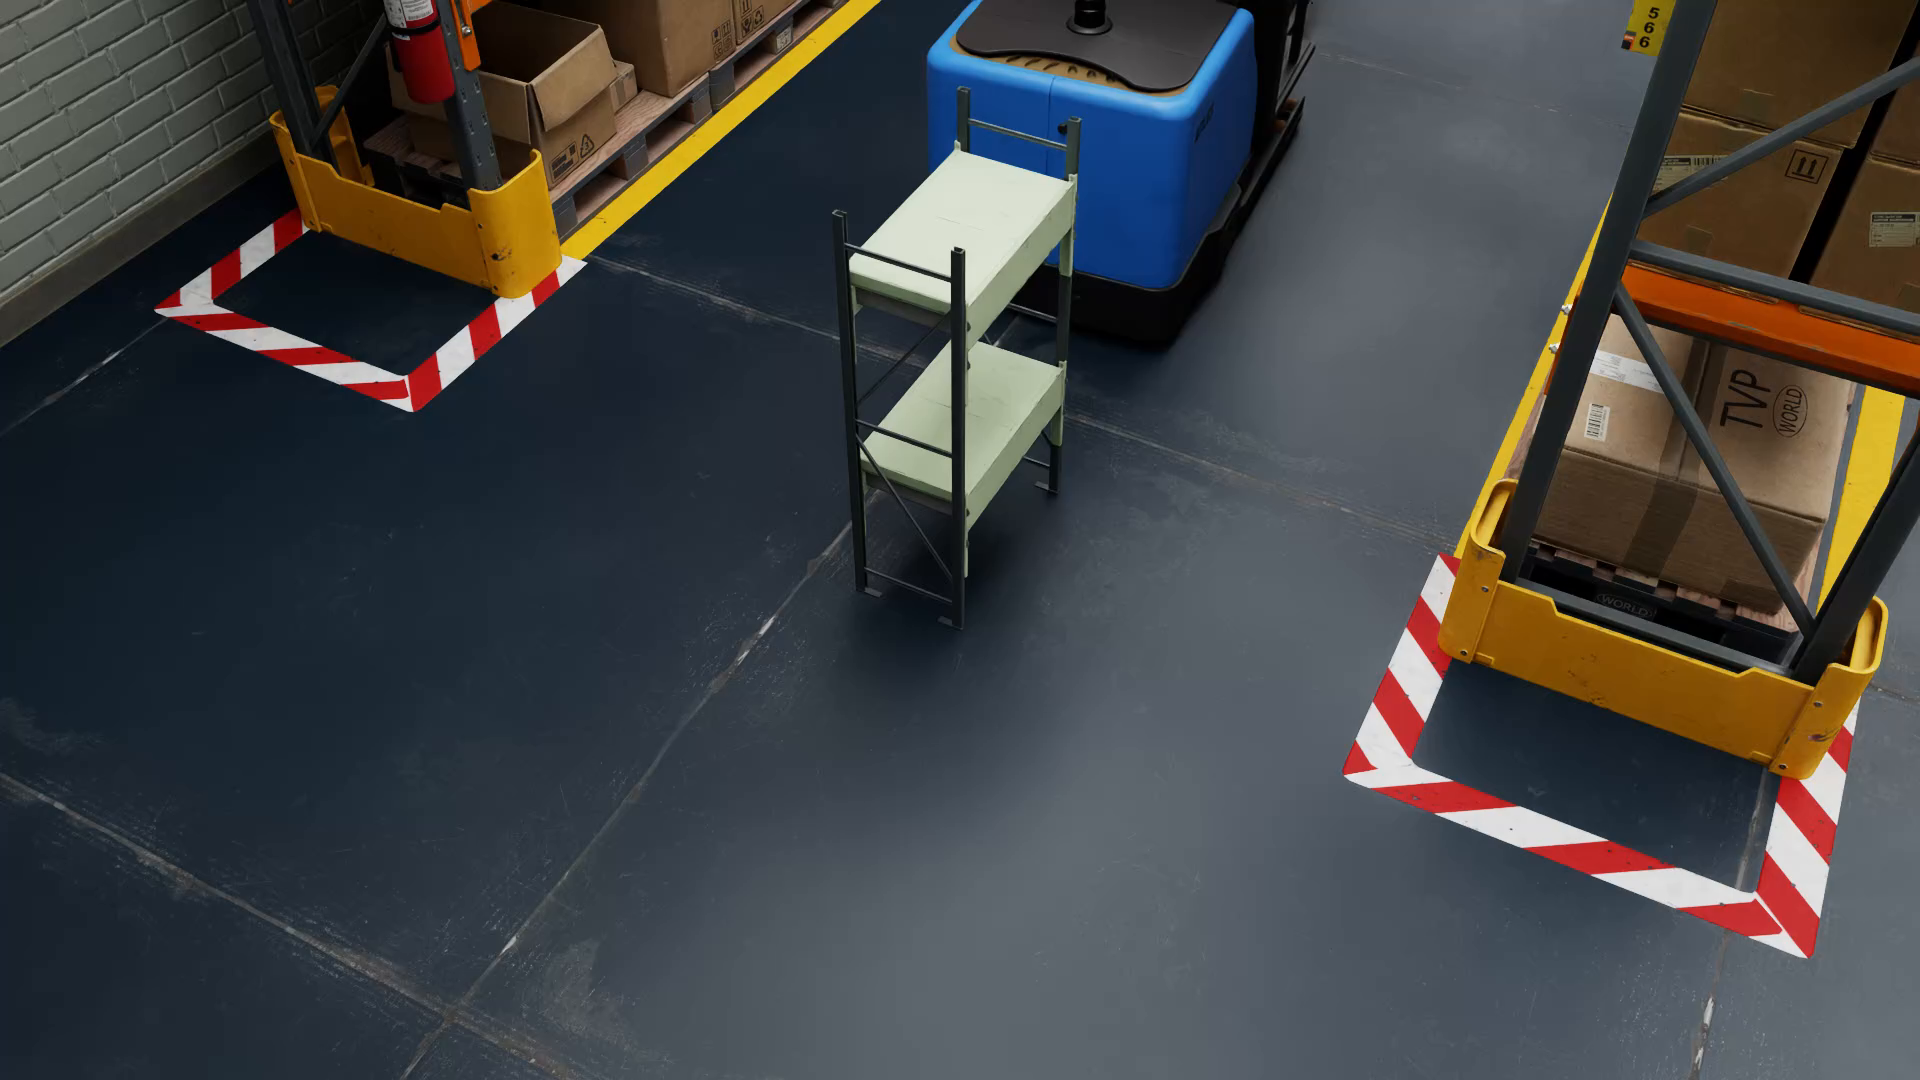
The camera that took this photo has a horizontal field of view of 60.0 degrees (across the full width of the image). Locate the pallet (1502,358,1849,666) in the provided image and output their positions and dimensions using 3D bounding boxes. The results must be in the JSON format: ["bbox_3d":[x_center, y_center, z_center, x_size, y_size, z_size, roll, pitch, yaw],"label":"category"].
[{"bbox_3d":[2.443,-0.177,5.777,1.003,0.211,1.213,20,49,19],"label":"pallet"}]

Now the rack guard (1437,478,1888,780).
[{"bbox_3d":[2.130,0.266,5.136,1.175,0.500,0.348,20,49,19],"label":"rack guard"}]

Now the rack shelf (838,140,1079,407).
[{"bbox_3d":[0.003,-0.806,4.943,0.431,0.370,0.720,20,49,19],"label":"rack shelf"}]

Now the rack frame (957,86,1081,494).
[{"bbox_3d":[0.173,-0.762,5.449,0.400,1.500,0.023,20,49,19],"label":"rack frame"}]

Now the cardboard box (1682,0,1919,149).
[{"bbox_3d":[2.154,-1.397,4.248,0.500,0.500,0.500,22,49,20],"label":"cardboard box"}]

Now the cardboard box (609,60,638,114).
[{"bbox_3d":[-1.658,-2.019,7.345,0.380,0.149,0.250,19,48,18],"label":"cardboard box"}]

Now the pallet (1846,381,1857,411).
[{"bbox_3d":[3.010,-0.943,6.533,1.003,0.211,1.213,20,49,19],"label":"pallet"}]

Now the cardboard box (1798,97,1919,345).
[{"bbox_3d":[2.618,-0.871,4.431,0.500,0.500,0.500,20,49,19],"label":"cardboard box"}]

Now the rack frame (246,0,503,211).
[{"bbox_3d":[-2.257,-2.264,5.879,1.000,3.000,0.127,20,49,19],"label":"rack frame"}]

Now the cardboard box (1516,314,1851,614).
[{"bbox_3d":[2.359,-0.324,5.467,0.875,0.438,0.875,19,48,18],"label":"cardboard box"}]

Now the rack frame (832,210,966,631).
[{"bbox_3d":[-0.167,-0.301,4.993,0.400,1.500,0.023,20,49,19],"label":"rack frame"}]

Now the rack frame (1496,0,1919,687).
[{"bbox_3d":[2.141,-0.628,4.261,1.000,3.000,0.127,20,49,19],"label":"rack frame"}]

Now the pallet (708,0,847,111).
[{"bbox_3d":[-1.285,-2.600,8.171,1.003,0.211,1.213,20,49,19],"label":"pallet"}]

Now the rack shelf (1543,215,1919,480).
[{"bbox_3d":[3.069,-1.635,5.763,1.077,0.370,4.000,20,49,19],"label":"rack shelf"}]

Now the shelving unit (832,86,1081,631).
[{"bbox_3d":[0.003,-0.531,5.221,0.431,1.500,0.755,20,49,19],"label":"shelving unit"}]

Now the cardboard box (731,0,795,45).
[{"bbox_3d":[-1.124,-2.713,7.784,0.500,0.500,0.500,21,49,20],"label":"cardboard box"}]

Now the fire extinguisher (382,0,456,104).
[{"bbox_3d":[-1.916,-1.861,5.797,0.296,0.674,0.183,20,49,19],"label":"fire extinguisher"}]

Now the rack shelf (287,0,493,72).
[{"bbox_3d":[-1.329,-3.271,7.380,1.077,0.370,4.000,20,49,19],"label":"rack shelf"}]

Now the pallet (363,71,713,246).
[{"bbox_3d":[-1.853,-1.834,7.415,1.003,0.211,1.213,20,49,19],"label":"pallet"}]

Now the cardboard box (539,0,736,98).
[{"bbox_3d":[-1.458,-2.413,7.488,0.700,0.500,0.500,22,49,21],"label":"cardboard box"}]

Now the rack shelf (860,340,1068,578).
[{"bbox_3d":[0.003,-0.302,5.453,0.431,0.370,0.720,20,49,19],"label":"rack shelf"}]

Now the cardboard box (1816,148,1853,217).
[{"bbox_3d":[2.828,-1.198,4.755,0.500,0.500,0.500,20,49,19],"label":"cardboard box"}]

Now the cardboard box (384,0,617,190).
[{"bbox_3d":[-1.889,-1.888,6.967,0.797,0.503,0.637,19,48,18],"label":"cardboard box"}]

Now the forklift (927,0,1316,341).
[{"bbox_3d":[0.913,-2.857,6.513,1.130,2.935,3.031,17,48,16],"label":"forklift"}]

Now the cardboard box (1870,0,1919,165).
[{"bbox_3d":[2.616,-1.223,4.076,0.500,0.500,0.500,19,48,18],"label":"cardboard box"}]

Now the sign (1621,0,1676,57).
[{"bbox_3d":[1.667,-1.306,3.951,0.100,0.325,0.005,20,49,19],"label":"sign"}]

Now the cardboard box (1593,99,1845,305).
[{"bbox_3d":[2.130,-1.054,4.613,0.500,0.500,0.500,21,49,19],"label":"cardboard box"}]

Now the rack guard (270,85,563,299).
[{"bbox_3d":[-2.222,-1.433,6.815,1.175,0.500,0.348,20,49,19],"label":"rack guard"}]
